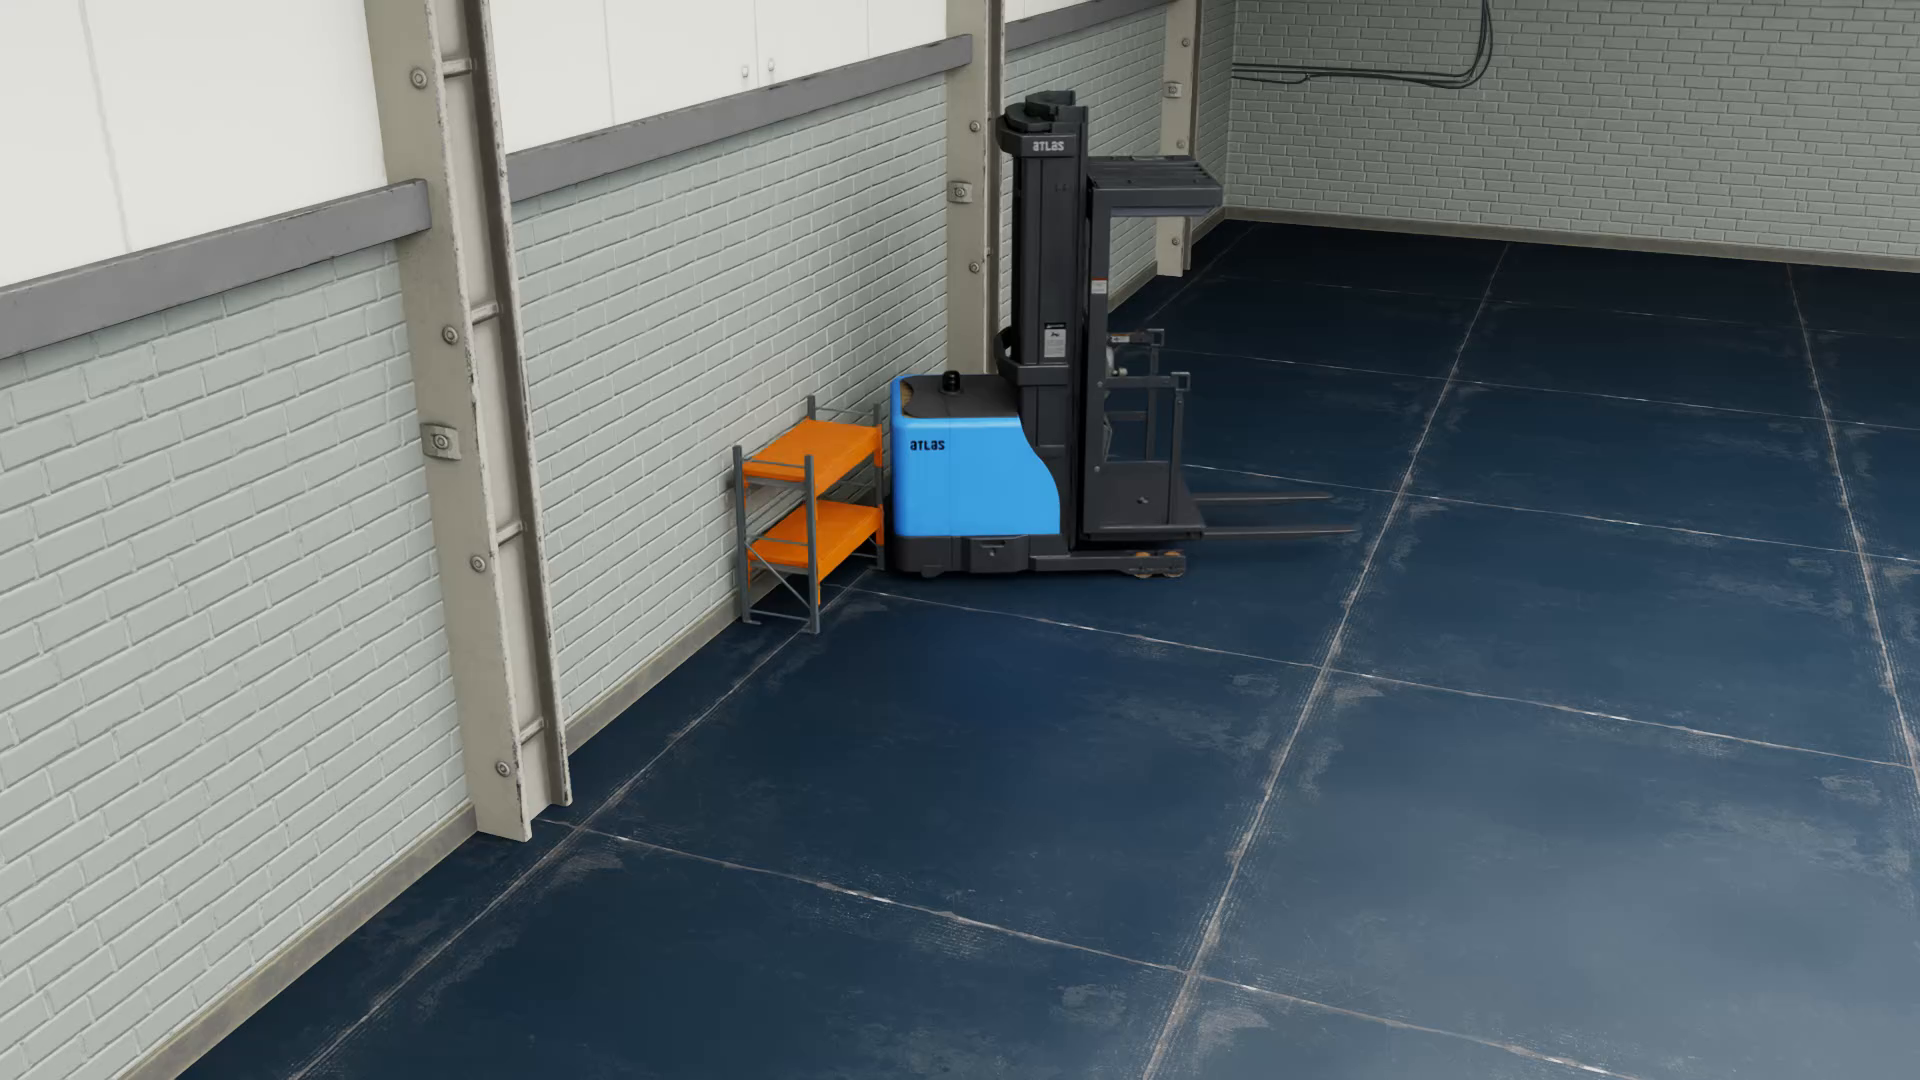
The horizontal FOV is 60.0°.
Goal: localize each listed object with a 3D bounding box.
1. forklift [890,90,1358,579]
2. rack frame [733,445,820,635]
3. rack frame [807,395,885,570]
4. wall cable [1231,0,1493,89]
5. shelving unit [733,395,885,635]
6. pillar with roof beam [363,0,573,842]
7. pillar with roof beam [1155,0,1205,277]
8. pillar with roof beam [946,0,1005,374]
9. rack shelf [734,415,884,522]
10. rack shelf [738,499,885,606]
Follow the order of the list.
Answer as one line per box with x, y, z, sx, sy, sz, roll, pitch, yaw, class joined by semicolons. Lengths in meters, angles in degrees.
1.060;-1.309;10.582;3.031;2.935;1.130;-1;23;-2;forklift
-1.077;0.005;9.769;0.500;1.125;0.032;8;24;19;rack frame
-0.727;-0.363;10.650;0.500;1.125;0.032;8;24;19;rack frame
4.661;-6.547;19.277;3.097;2.526;0.112;9;24;20;wall cable
-0.902;-0.179;10.210;0.538;1.125;1.048;8;24;19;shelving unit
1.879;-2.204;4.852;9.100;9.000;0.400;9;24;20;pillar with roof beam
6.336;-6.499;15.132;9.100;9.000;0.400;9;24;20;pillar with roof beam
4.108;-4.351;9.992;9.100;9.000;0.400;9;24;20;pillar with roof beam
-0.902;-0.449;10.097;0.538;0.278;1.000;8;24;19;rack shelf
-0.902;0.046;10.304;0.538;0.278;1.000;8;24;19;rack shelf
